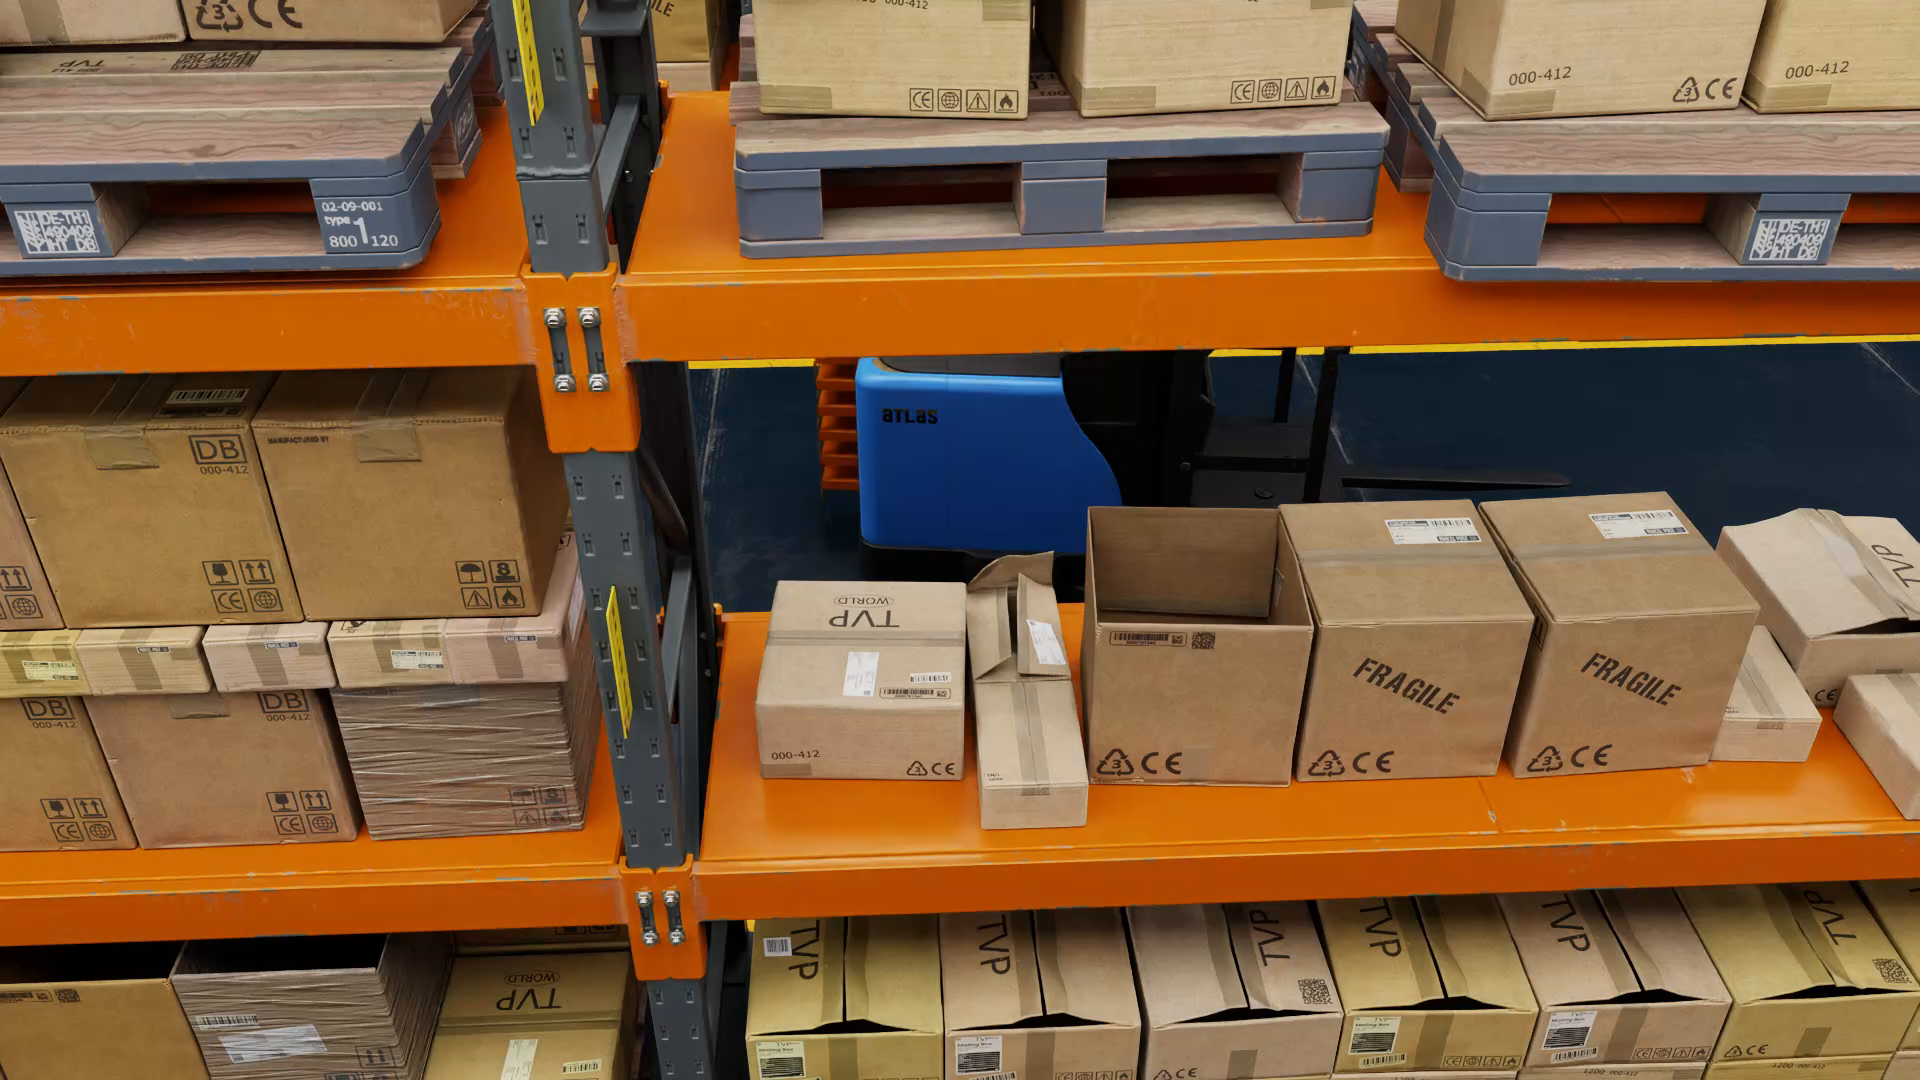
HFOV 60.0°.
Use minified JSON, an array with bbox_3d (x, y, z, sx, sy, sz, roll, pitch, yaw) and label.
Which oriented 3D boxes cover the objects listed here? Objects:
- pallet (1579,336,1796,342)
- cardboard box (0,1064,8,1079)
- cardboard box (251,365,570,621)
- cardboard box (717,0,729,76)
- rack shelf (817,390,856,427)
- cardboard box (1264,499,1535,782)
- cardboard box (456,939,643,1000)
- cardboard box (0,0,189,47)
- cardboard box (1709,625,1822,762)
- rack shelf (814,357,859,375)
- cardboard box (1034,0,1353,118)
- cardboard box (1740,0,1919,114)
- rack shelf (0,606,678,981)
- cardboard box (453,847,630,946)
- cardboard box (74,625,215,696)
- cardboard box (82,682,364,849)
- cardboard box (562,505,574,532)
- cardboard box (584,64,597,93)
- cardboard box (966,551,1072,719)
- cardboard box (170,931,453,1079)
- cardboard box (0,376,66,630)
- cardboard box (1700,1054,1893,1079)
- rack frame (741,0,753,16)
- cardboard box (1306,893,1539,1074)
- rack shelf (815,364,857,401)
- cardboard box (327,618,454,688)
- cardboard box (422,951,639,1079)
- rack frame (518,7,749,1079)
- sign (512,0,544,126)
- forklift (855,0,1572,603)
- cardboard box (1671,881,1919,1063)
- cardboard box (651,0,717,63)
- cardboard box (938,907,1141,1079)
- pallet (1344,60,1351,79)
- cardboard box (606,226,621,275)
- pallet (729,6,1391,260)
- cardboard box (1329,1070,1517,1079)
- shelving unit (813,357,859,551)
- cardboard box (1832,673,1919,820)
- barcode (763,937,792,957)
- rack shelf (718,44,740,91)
[{"bbox_3d":[3.821,-1.428,9.129,1.213,0.211,1.003,-2,35,-2],"label":"pallet"},{"bbox_3d":[-2.678,1.157,4.330,0.500,0.500,0.500,-2,35,-2],"label":"cardboard box"},{"bbox_3d":[-1.170,-0.232,3.722,0.500,0.500,0.700,-1,35,-2],"label":"cardboard box"},{"bbox_3d":[-1.445,-2.545,8.405,0.500,0.250,0.500,-1,35,-2],"label":"cardboard box"},{"bbox_3d":[-0.486,-0.575,6.893,0.180,0.103,0.258,2,35,3],"label":"rack shelf"},{"bbox_3d":[1.068,0.247,4.170,0.500,0.500,0.500,-1,35,-2],"label":"cardboard box"},{"bbox_3d":[-1.204,1.125,5.036,0.500,0.250,0.500,-2,35,-2],"label":"cardboard box"},{"bbox_3d":[-1.782,-1.222,3.330,0.500,0.311,0.500,-3,35,-5],"label":"cardboard box"},{"bbox_3d":[1.997,0.389,4.273,0.250,0.149,0.380,1,35,1],"label":"cardboard box"},{"bbox_3d":[-0.486,-0.772,6.757,0.180,0.103,0.258,2,35,3],"label":"rack shelf"},{"bbox_3d":[0.438,-1.045,3.251,0.500,0.250,0.500,-5,35,-7],"label":"cardboard box"},{"bbox_3d":[1.723,-1.048,3.255,0.500,0.250,0.500,-2,35,-3],"label":"cardboard box"},{"bbox_3d":[-2.725,0.677,4.269,4.000,0.370,1.077,-2,35,-2],"label":"rack shelf"},{"bbox_3d":[-1.205,0.811,4.831,0.500,0.500,0.500,-2,35,-2],"label":"cardboard box"},{"bbox_3d":[-1.759,0.170,3.711,0.250,0.149,0.380,-2,35,-2],"label":"cardboard box"},{"bbox_3d":[-1.696,0.319,4.065,0.500,0.500,0.700,-2,35,-3],"label":"cardboard box"},{"bbox_3d":[-1.004,-0.084,4.077,0.250,0.149,0.380,-2,35,-2],"label":"cardboard box"},{"bbox_3d":[-1.922,-2.242,7.967,0.500,0.250,0.500,-1,35,-2],"label":"cardboard box"},{"bbox_3d":[0.143,0.254,4.365,0.258,0.266,0.396,-2,35,-3],"label":"cardboard box"},{"bbox_3d":[-1.680,1.120,4.384,0.500,0.500,0.500,-2,35,-2],"label":"cardboard box"},{"bbox_3d":[-2.175,-0.205,3.682,0.500,0.500,0.700,-2,35,-2],"label":"cardboard box"},{"bbox_3d":[2.240,1.346,4.717,0.500,0.250,0.500,-2,35,-3],"label":"cardboard box"},{"bbox_3d":[-0.965,-2.489,8.210,0.127,3.000,1.000,-2,35,-2],"label":"rack frame"},{"bbox_3d":[1.233,1.143,4.518,0.500,0.311,0.500,-1,35,-1],"label":"cardboard box"},{"bbox_3d":[-0.486,-0.673,6.825,0.180,0.103,0.258,2,35,3],"label":"rack shelf"},{"bbox_3d":[-1.235,0.154,3.734,0.250,0.149,0.380,-2,35,-3],"label":"cardboard box"},{"bbox_3d":[-1.180,1.422,4.607,0.500,0.250,0.500,-2,35,-2],"label":"cardboard box"},{"bbox_3d":[-0.727,0.327,4.142,0.127,3.000,1.000,-2,35,-2],"label":"rack frame"},{"bbox_3d":[-0.699,-0.836,2.663,0.005,0.325,0.100,-2,35,-2],"label":"sign"},{"bbox_3d":[1.125,-1.164,6.357,3.031,2.935,1.130,2,35,3],"label":"forklift"},{"bbox_3d":[2.238,1.118,4.553,0.500,0.311,0.500,-2,35,-3],"label":"cardboard box"},{"bbox_3d":[-1.423,-2.555,7.762,0.500,0.500,0.500,-2,35,-2],"label":"cardboard box"},{"bbox_3d":[0.198,1.174,4.472,0.500,0.311,0.500,-2,35,-3],"label":"cardboard box"},{"bbox_3d":[2.324,-2.438,8.306,1.003,0.211,1.213,-2,35,-2],"label":"pallet"},{"bbox_3d":[-2.000,-1.591,8.723,0.500,0.500,0.500,-4,35,-6],"label":"cardboard box"},{"bbox_3d":[0.154,-0.859,3.388,1.217,0.209,0.805,-3,35,-4],"label":"pallet"},{"bbox_3d":[1.224,1.373,4.677,0.500,0.250,0.500,-1,35,-1],"label":"cardboard box"},{"bbox_3d":[-0.486,-0.513,6.936,0.189,1.200,0.258,2,35,3],"label":"shelving unit"},{"bbox_3d":[2.383,0.504,4.107,0.250,0.149,0.380,-2,35,-2],"label":"cardboard box"},{"bbox_3d":[-0.452,1.009,4.123,0.075,0.075,0.001,-2,35,-2],"label":"barcode"},{"bbox_3d":[-2.963,-2.139,8.337,4.000,0.370,1.077,-2,35,-2],"label":"rack shelf"}]
